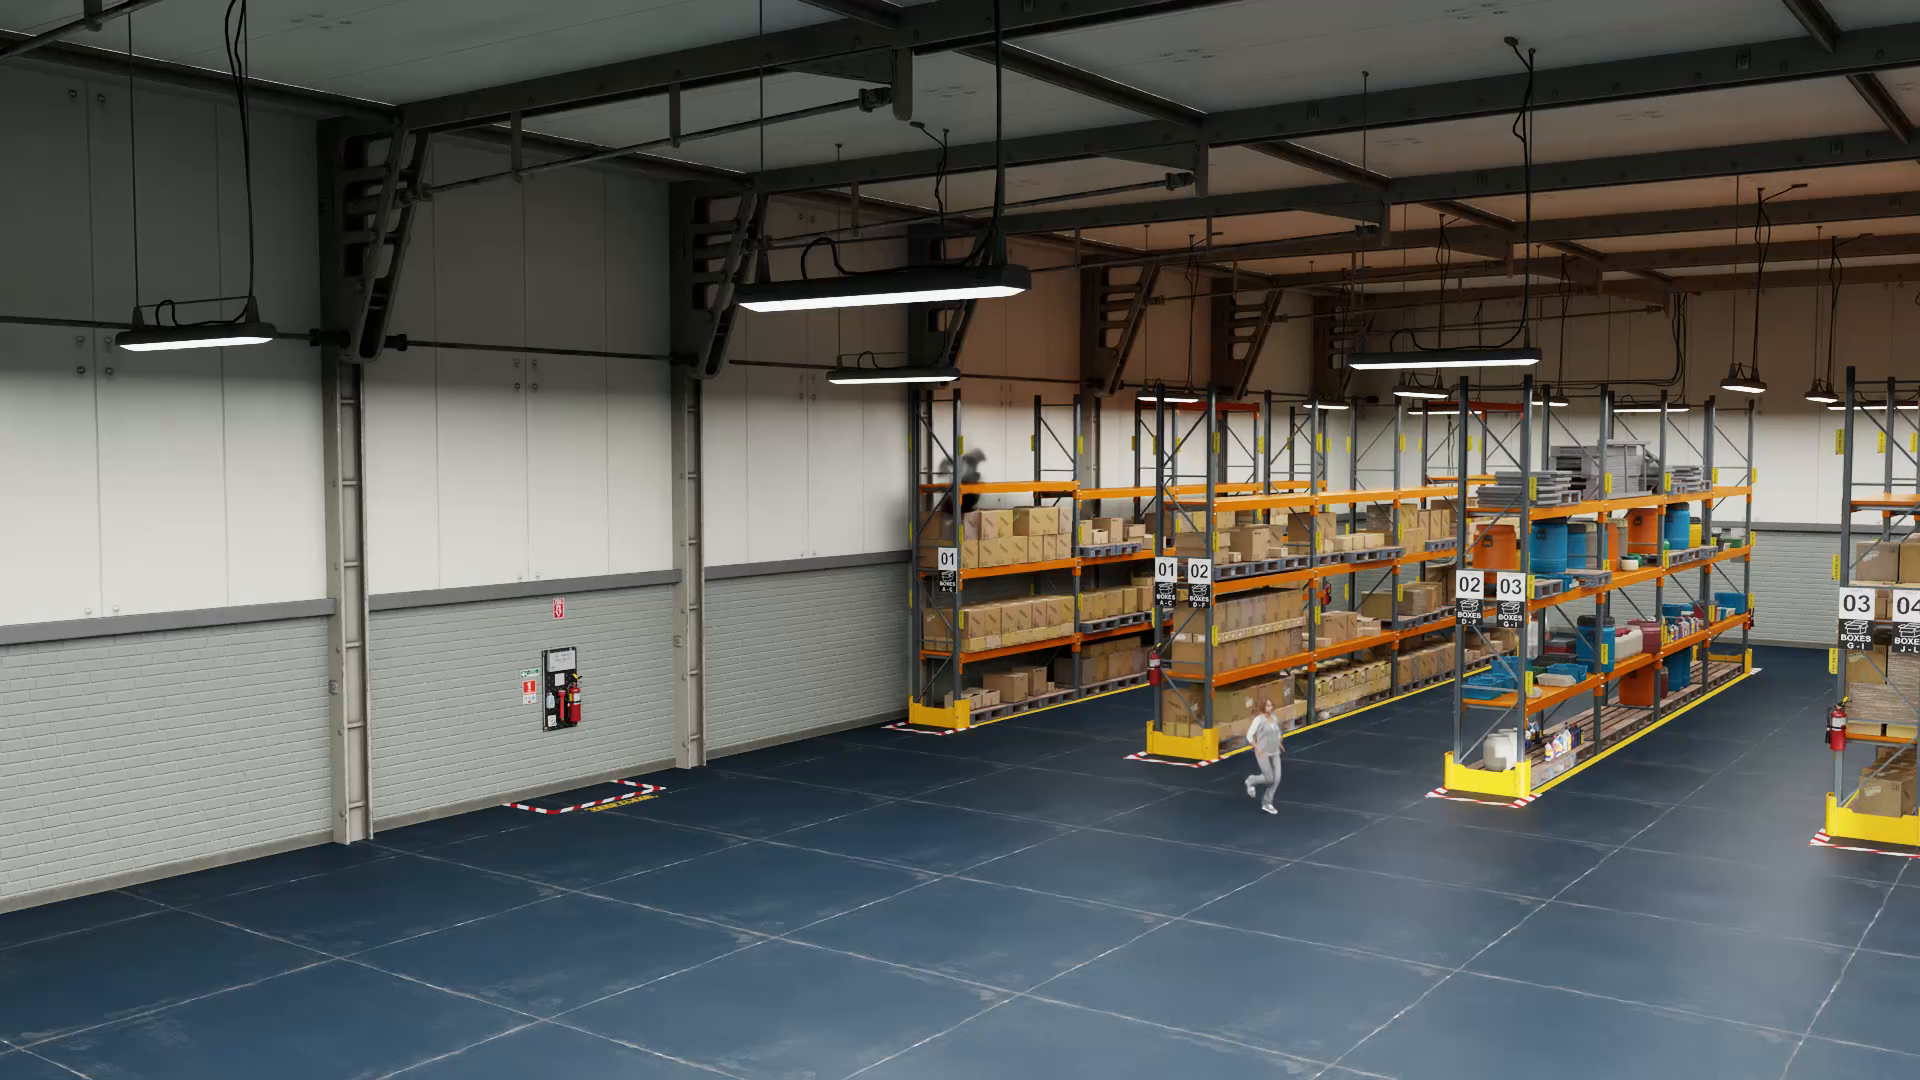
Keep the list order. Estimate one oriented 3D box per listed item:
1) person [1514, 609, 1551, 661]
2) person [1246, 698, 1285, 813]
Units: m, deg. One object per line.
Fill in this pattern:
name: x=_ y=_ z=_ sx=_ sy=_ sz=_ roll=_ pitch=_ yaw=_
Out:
person: x=11.697 y=2.176 z=34.029 sx=0.719 sy=1.750 sz=0.687 roll=1 pitch=4 yaw=23
person: x=4.184 y=2.937 z=22.819 sx=0.547 sy=1.557 sz=0.552 roll=-2 pitch=4 yaw=-27
